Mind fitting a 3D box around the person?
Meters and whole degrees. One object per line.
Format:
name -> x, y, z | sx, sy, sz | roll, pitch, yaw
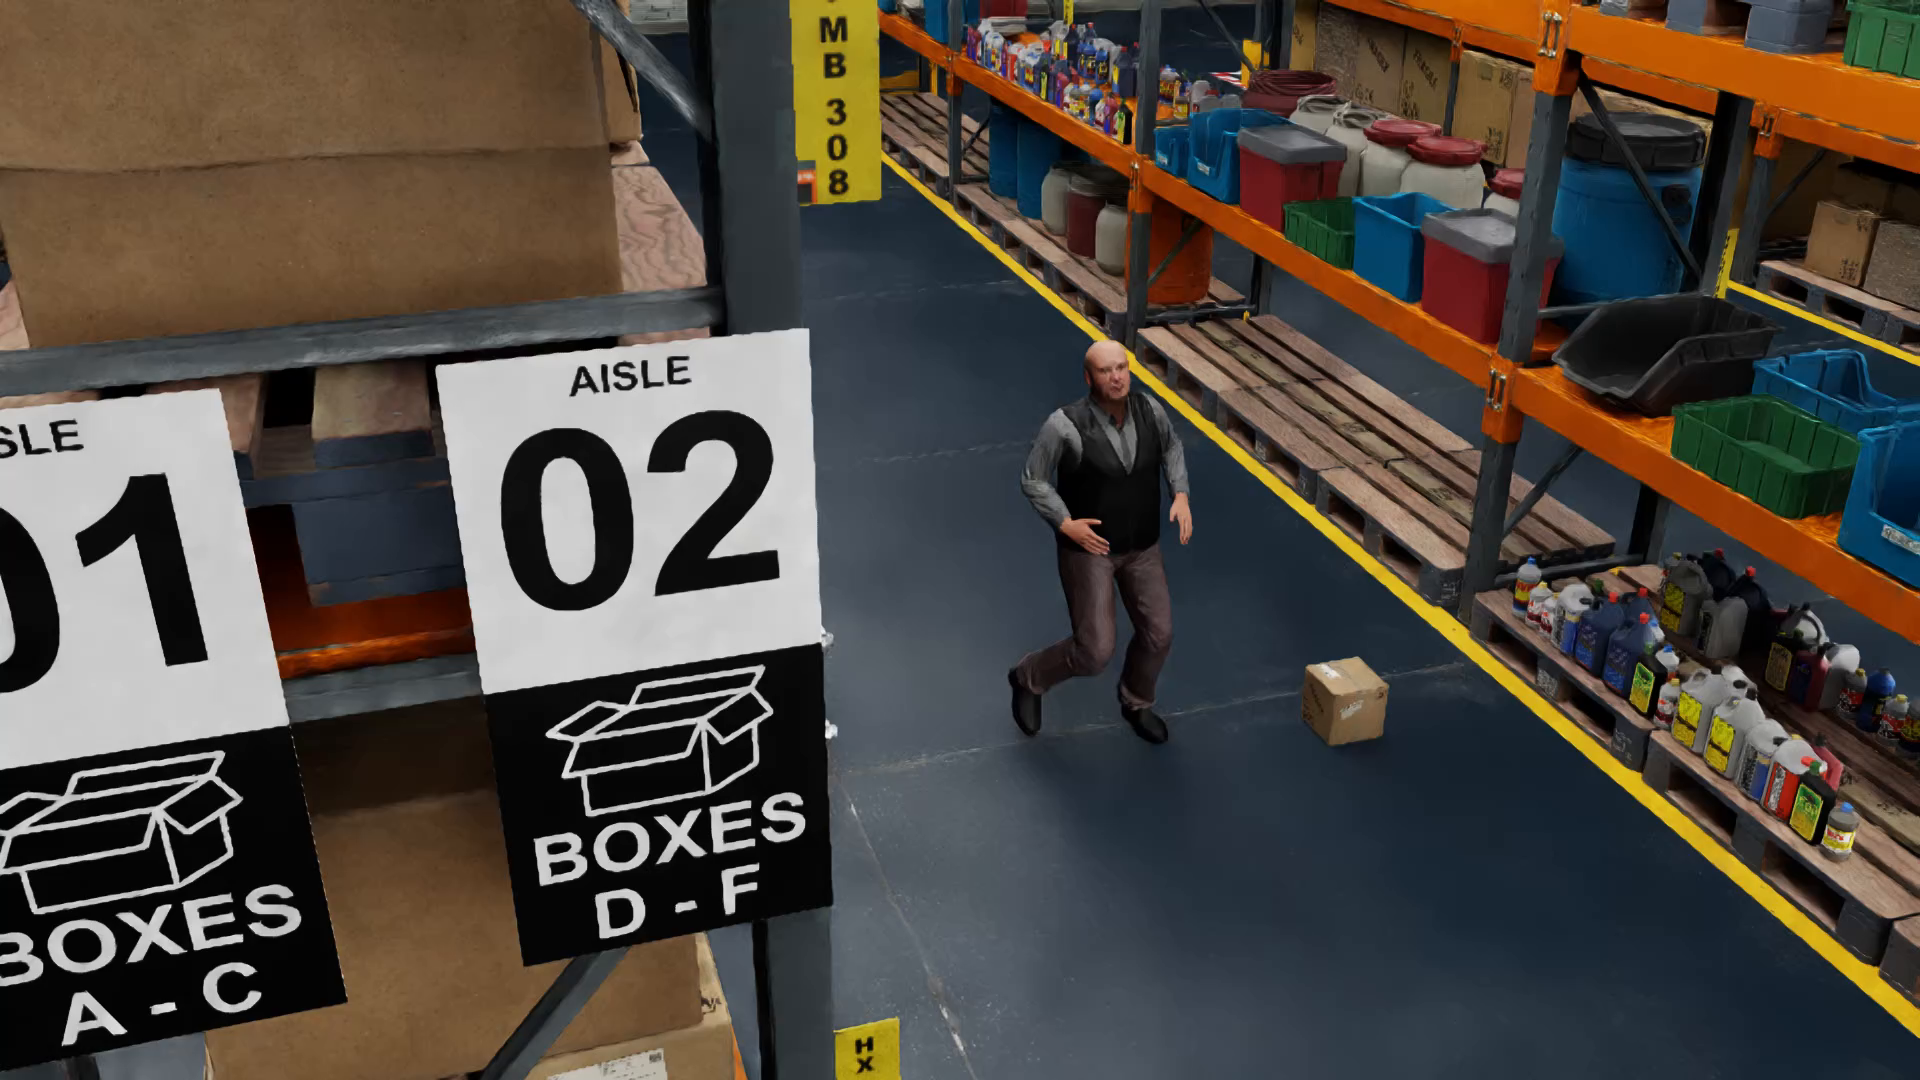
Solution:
person -> 0.603, 0.028, 6.627 | 0.773, 1.692, 0.491 | -14, 29, -26
